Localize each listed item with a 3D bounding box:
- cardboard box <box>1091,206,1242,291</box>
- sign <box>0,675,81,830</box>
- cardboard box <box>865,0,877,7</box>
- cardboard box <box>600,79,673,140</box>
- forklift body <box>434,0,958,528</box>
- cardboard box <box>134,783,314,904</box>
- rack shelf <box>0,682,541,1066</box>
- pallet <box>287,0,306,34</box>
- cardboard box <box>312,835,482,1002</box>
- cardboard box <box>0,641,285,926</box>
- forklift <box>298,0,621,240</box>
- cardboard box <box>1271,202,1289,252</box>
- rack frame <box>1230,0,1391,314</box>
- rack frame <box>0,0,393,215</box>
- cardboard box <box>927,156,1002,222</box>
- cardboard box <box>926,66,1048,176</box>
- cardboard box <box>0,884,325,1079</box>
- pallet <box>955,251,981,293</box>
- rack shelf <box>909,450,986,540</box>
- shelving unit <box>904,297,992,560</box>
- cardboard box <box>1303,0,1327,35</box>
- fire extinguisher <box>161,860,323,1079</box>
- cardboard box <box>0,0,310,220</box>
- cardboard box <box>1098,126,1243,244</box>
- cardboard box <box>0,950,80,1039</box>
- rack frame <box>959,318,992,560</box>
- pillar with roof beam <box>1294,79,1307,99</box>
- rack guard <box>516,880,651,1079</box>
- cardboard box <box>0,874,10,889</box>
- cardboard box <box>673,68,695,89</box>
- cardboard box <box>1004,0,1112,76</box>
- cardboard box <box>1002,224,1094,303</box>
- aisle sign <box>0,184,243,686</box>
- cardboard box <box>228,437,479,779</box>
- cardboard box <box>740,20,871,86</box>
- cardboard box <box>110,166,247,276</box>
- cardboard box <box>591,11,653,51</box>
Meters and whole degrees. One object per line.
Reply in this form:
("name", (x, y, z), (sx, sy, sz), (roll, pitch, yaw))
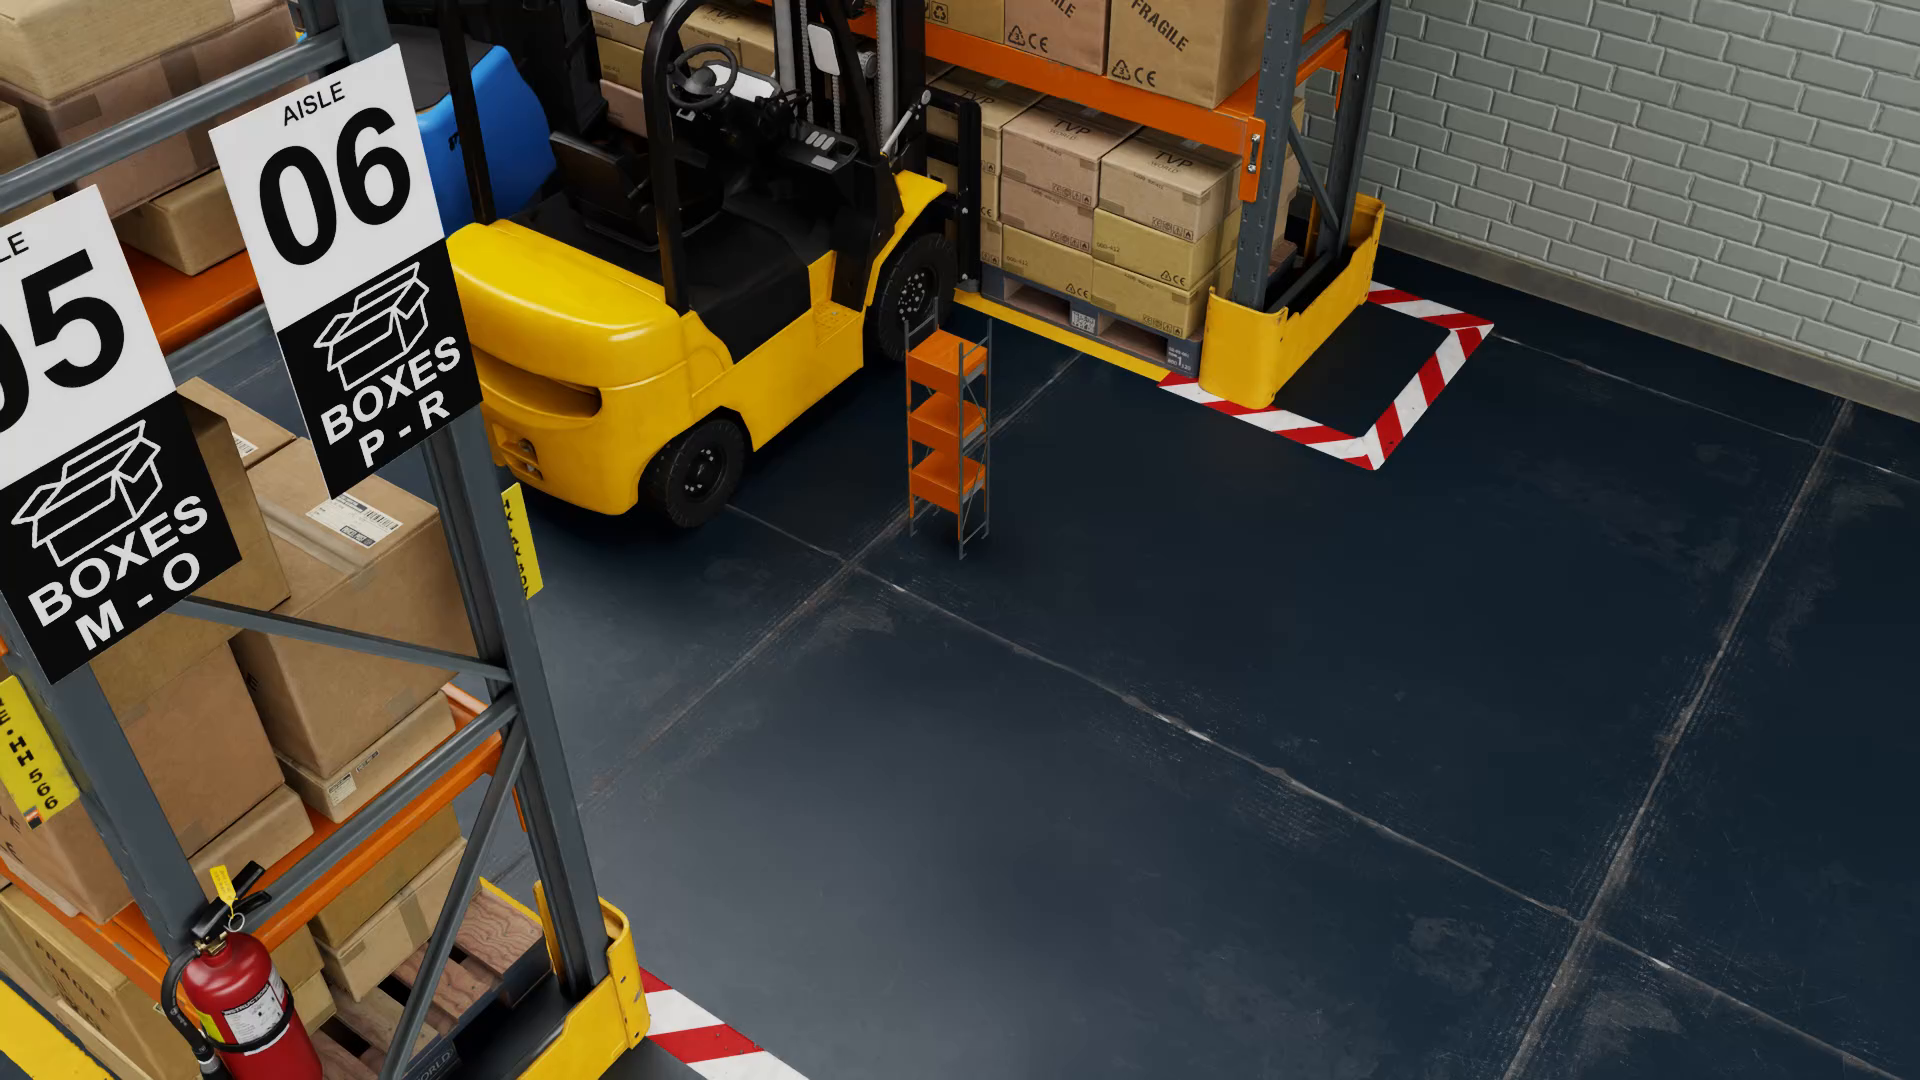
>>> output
("cardboard box", (0.933, -1.408, 7.447), (0.500, 0.250, 0.500), (24, 47, 25))
("sign", (-1.672, 0.383, 2.967), (0.005, 0.325, 0.100), (25, 48, 25))
("cardboard box", (-0.300, -2.743, 7.491), (0.500, 0.500, 0.500), (25, 48, 26))
("cardboard box", (-1.558, -2.372, 8.898), (0.500, 0.250, 0.500), (26, 48, 26))
("forklift body", (-1.089, -1.488, 6.800), (1.214, 2.155, 2.313), (25, 48, 25))
("cardboard box", (-1.765, 0.704, 3.902), (0.250, 0.149, 0.380), (27, 48, 27))
("rack shelf", (-2.974, 0.139, 4.885), (4.000, 0.370, 1.077), (25, 48, 25))
("pallet", (-3.393, -3.294, 10.273), (1.213, 0.211, 1.003), (25, 48, 25))
("cardboard box", (-1.838, 1.045, 5.080), (0.500, 0.250, 0.500), (25, 47, 25))
("cardboard box", (-1.939, 0.431, 3.721), (0.500, 0.500, 0.500), (24, 47, 25))
("forklift", (-2.434, -3.118, 8.036), (1.130, 2.935, 3.031), (9, 43, 9))
("cardboard box", (1.221, -1.501, 7.925), (0.500, 0.250, 0.500), (25, 48, 25))
("rack frame", (1.511, -2.075, 6.819), (0.127, 3.000, 1.000), (25, 48, 25))
("rack frame", (-1.336, -1.599, 1.788), (0.127, 3.000, 1.000), (25, 48, 25))
("cardboard box", (0.093, -1.793, 7.876), (0.500, 0.250, 0.500), (24, 47, 24))
("cardboard box", (0.114, -1.965, 7.694), (0.500, 0.250, 0.500), (26, 48, 26))
("cardboard box", (-2.142, 1.061, 4.499), (0.500, 0.500, 0.500), (25, 48, 26))
("pallet", (-0.134, -1.773, 8.573), (1.213, 0.211, 1.003), (25, 48, 25))
("rack shelf", (-0.044, -0.197, 6.615), (0.240, 0.259, 0.215), (25, 48, 25))
("shelving unit", (-0.044, -0.412, 6.423), (0.252, 1.050, 0.215), (25, 48, 25))
("cardboard box", (1.264, -2.453, 7.167), (0.500, 0.500, 0.500), (27, 48, 27))
("fire extinguisher", (-1.507, 0.961, 3.485), (0.183, 0.674, 0.296), (25, 48, 25))
("cardboard box", (-1.595, -0.874, 3.117), (0.500, 0.250, 0.500), (24, 47, 25))
("cardboard box", (0.955, -1.585, 7.269), (0.500, 0.250, 0.500), (27, 48, 27))
("cardboard box", (-2.572, 1.140, 4.974), (0.500, 0.250, 0.500), (25, 48, 25))
("rack frame", (0.056, -0.365, 6.371), (0.008, 1.050, 0.200), (25, 48, 25))
("pillar with roof beam", (-1.014, -2.719, 3.040), (0.400, 9.000, 9.100), (25, 48, 25))
("rack guard", (-1.399, 1.539, 4.655), (0.348, 0.500, 1.175), (25, 48, 25))
("cardboard box", (-2.481, 0.715, 4.399), (0.250, 0.149, 0.380), (26, 48, 26))
("cardboard box", (-1.132, -2.379, 8.531), (0.500, 0.250, 0.500), (25, 47, 25))
("cardboard box", (0.537, -2.361, 7.064), (0.500, 0.500, 0.500), (27, 48, 27))
("cardboard box", (0.543, -1.409, 7.823), (0.500, 0.250, 0.500), (25, 48, 25))
("aisle sign", (-1.452, -0.150, 2.719), (0.004, 0.787, 0.394), (25, 48, 25))
("cardboard box", (-1.565, 0.156, 4.028), (0.500, 0.500, 0.500), (24, 47, 25))
("cardboard box", (-0.722, -2.368, 8.145), (0.500, 0.250, 0.500), (27, 48, 27))
("cardboard box", (-1.422, -0.692, 3.212), (0.250, 0.149, 0.380), (25, 48, 25))
("cardboard box", (-1.548, -2.754, 8.576), (0.500, 0.250, 0.500), (24, 47, 25))
